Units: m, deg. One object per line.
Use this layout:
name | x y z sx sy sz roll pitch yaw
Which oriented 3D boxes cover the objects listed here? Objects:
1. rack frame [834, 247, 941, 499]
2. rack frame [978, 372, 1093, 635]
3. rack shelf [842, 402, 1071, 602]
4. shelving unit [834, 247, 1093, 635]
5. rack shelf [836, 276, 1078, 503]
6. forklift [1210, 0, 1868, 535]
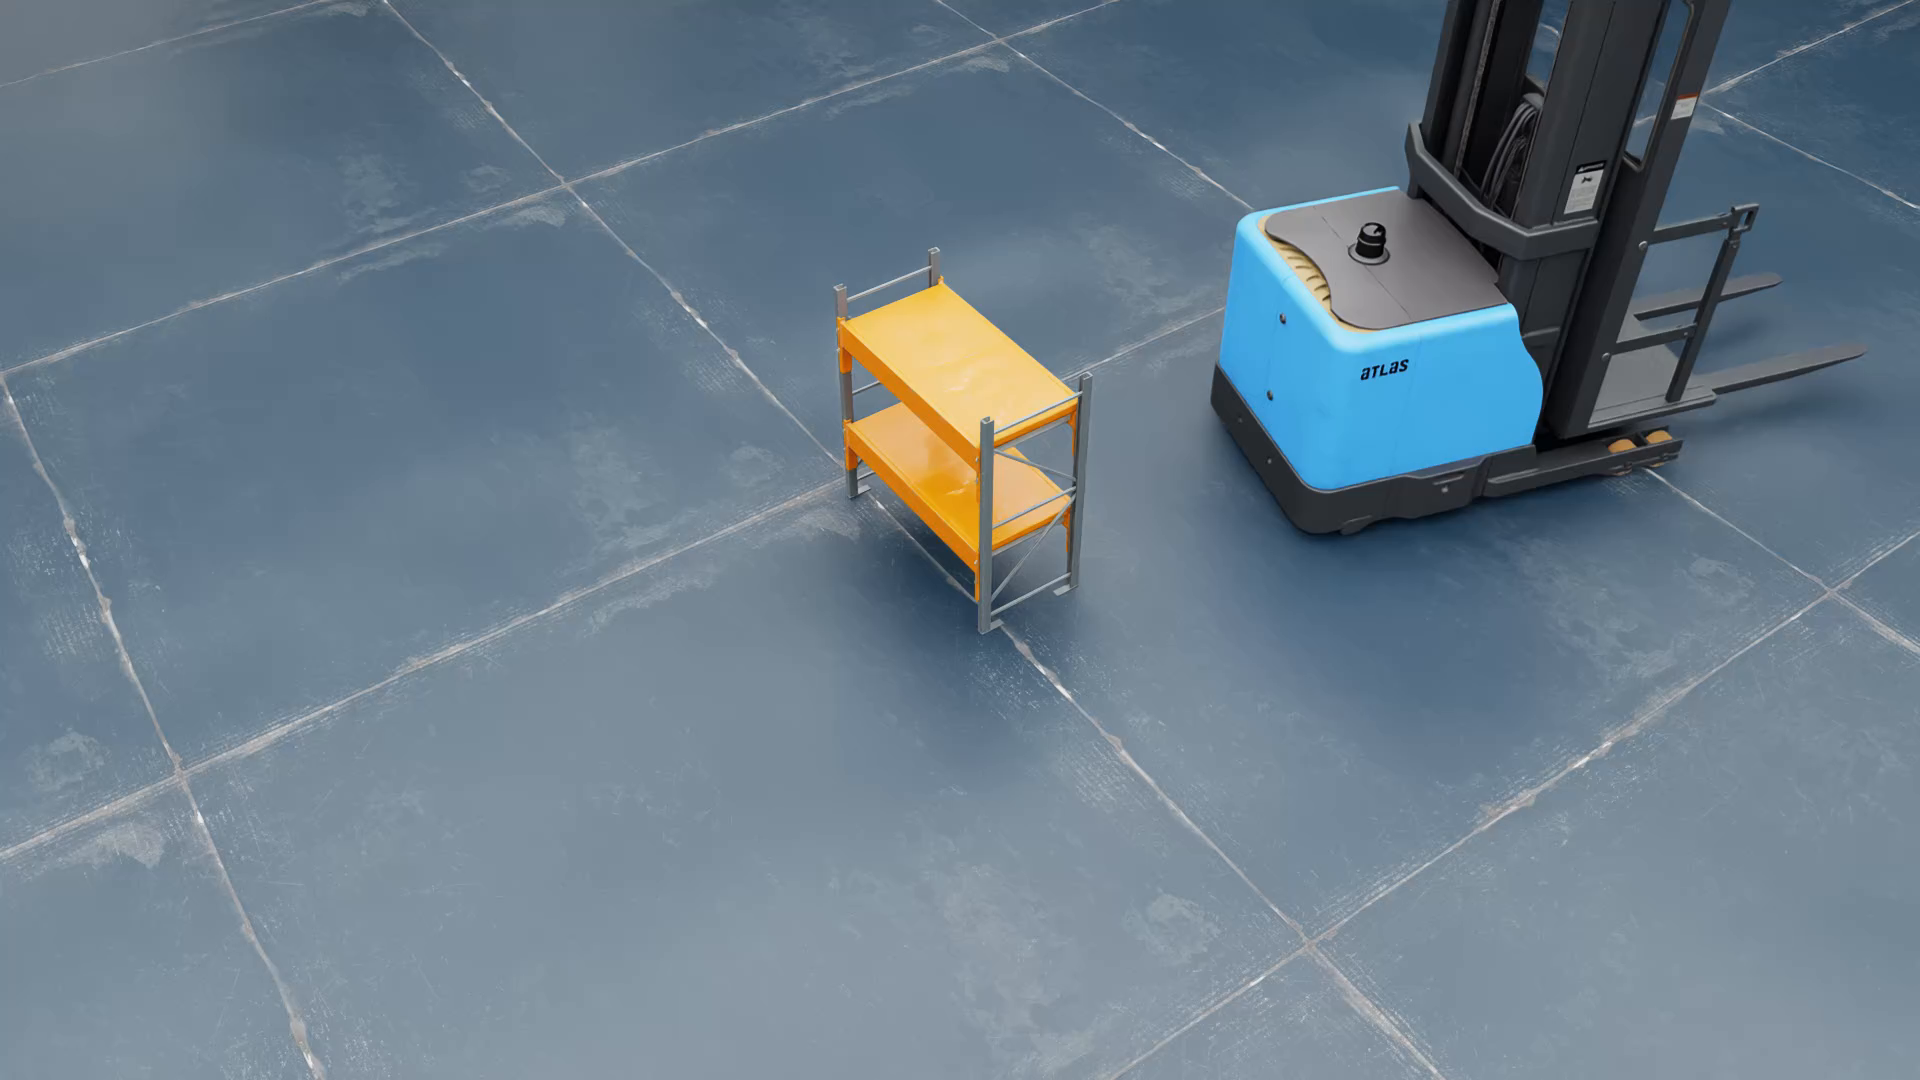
rack frame | -0.295 -0.699 7.158 0.500 1.125 0.032 -26 49 -24
rack frame | 0.287 -0.123 6.555 0.500 1.125 0.032 -26 49 -24
rack shelf | -0.004 -0.234 7.025 0.538 0.278 1.000 -26 49 -24
shelving unit | -0.004 -0.411 6.857 0.538 1.125 1.048 -26 49 -24
rack shelf | -0.004 -0.622 6.654 0.538 0.278 1.000 -26 49 -24
forklift | 2.752 -1.686 6.885 3.031 2.935 1.130 -13 45 -13
